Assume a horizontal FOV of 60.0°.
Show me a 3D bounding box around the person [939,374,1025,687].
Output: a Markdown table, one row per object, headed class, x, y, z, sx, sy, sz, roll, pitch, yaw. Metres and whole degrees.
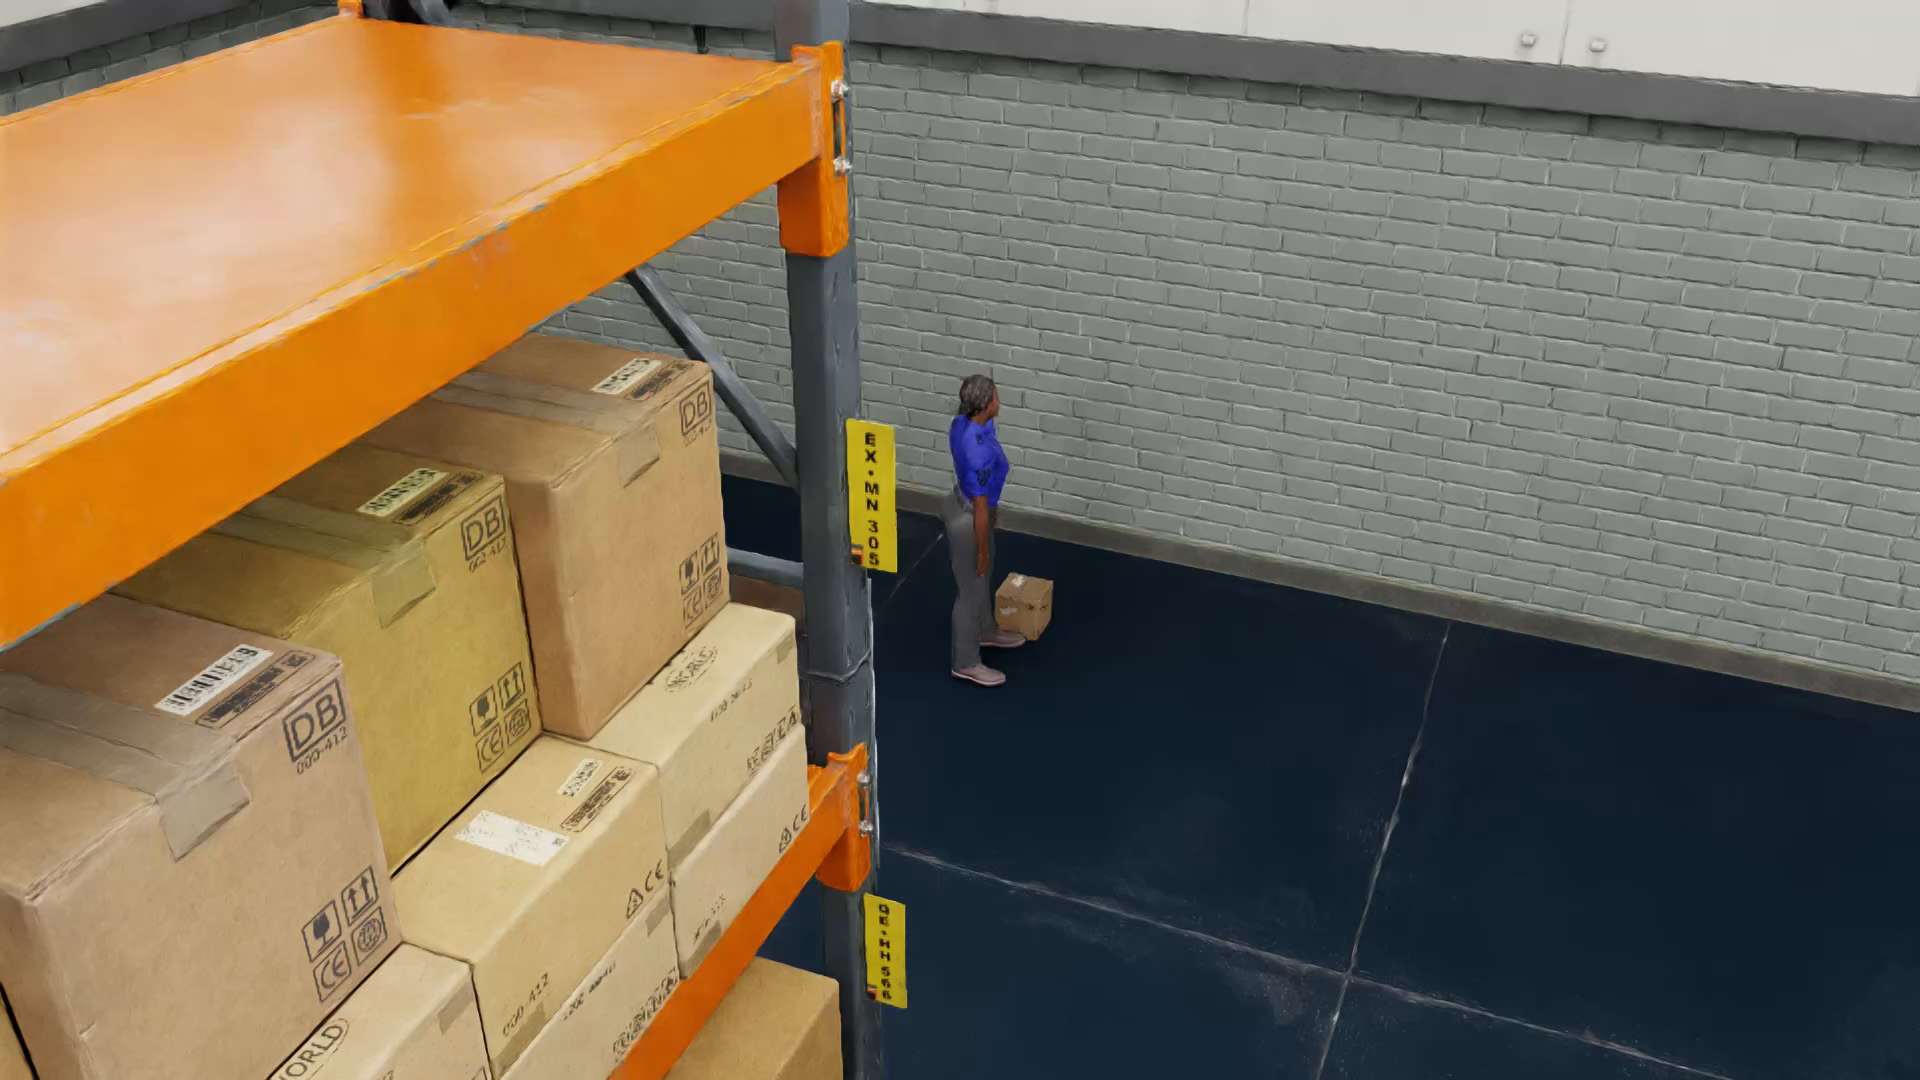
| class | x | y | z | sx | sy | sz | roll | pitch | yaw |
| --- | --- | --- | --- | --- | --- | --- | --- | --- | --- |
| person | 0.144 | -0.065 | 8.470 | 0.463 | 1.665 | 0.495 | -6 | 30 | -10 |
